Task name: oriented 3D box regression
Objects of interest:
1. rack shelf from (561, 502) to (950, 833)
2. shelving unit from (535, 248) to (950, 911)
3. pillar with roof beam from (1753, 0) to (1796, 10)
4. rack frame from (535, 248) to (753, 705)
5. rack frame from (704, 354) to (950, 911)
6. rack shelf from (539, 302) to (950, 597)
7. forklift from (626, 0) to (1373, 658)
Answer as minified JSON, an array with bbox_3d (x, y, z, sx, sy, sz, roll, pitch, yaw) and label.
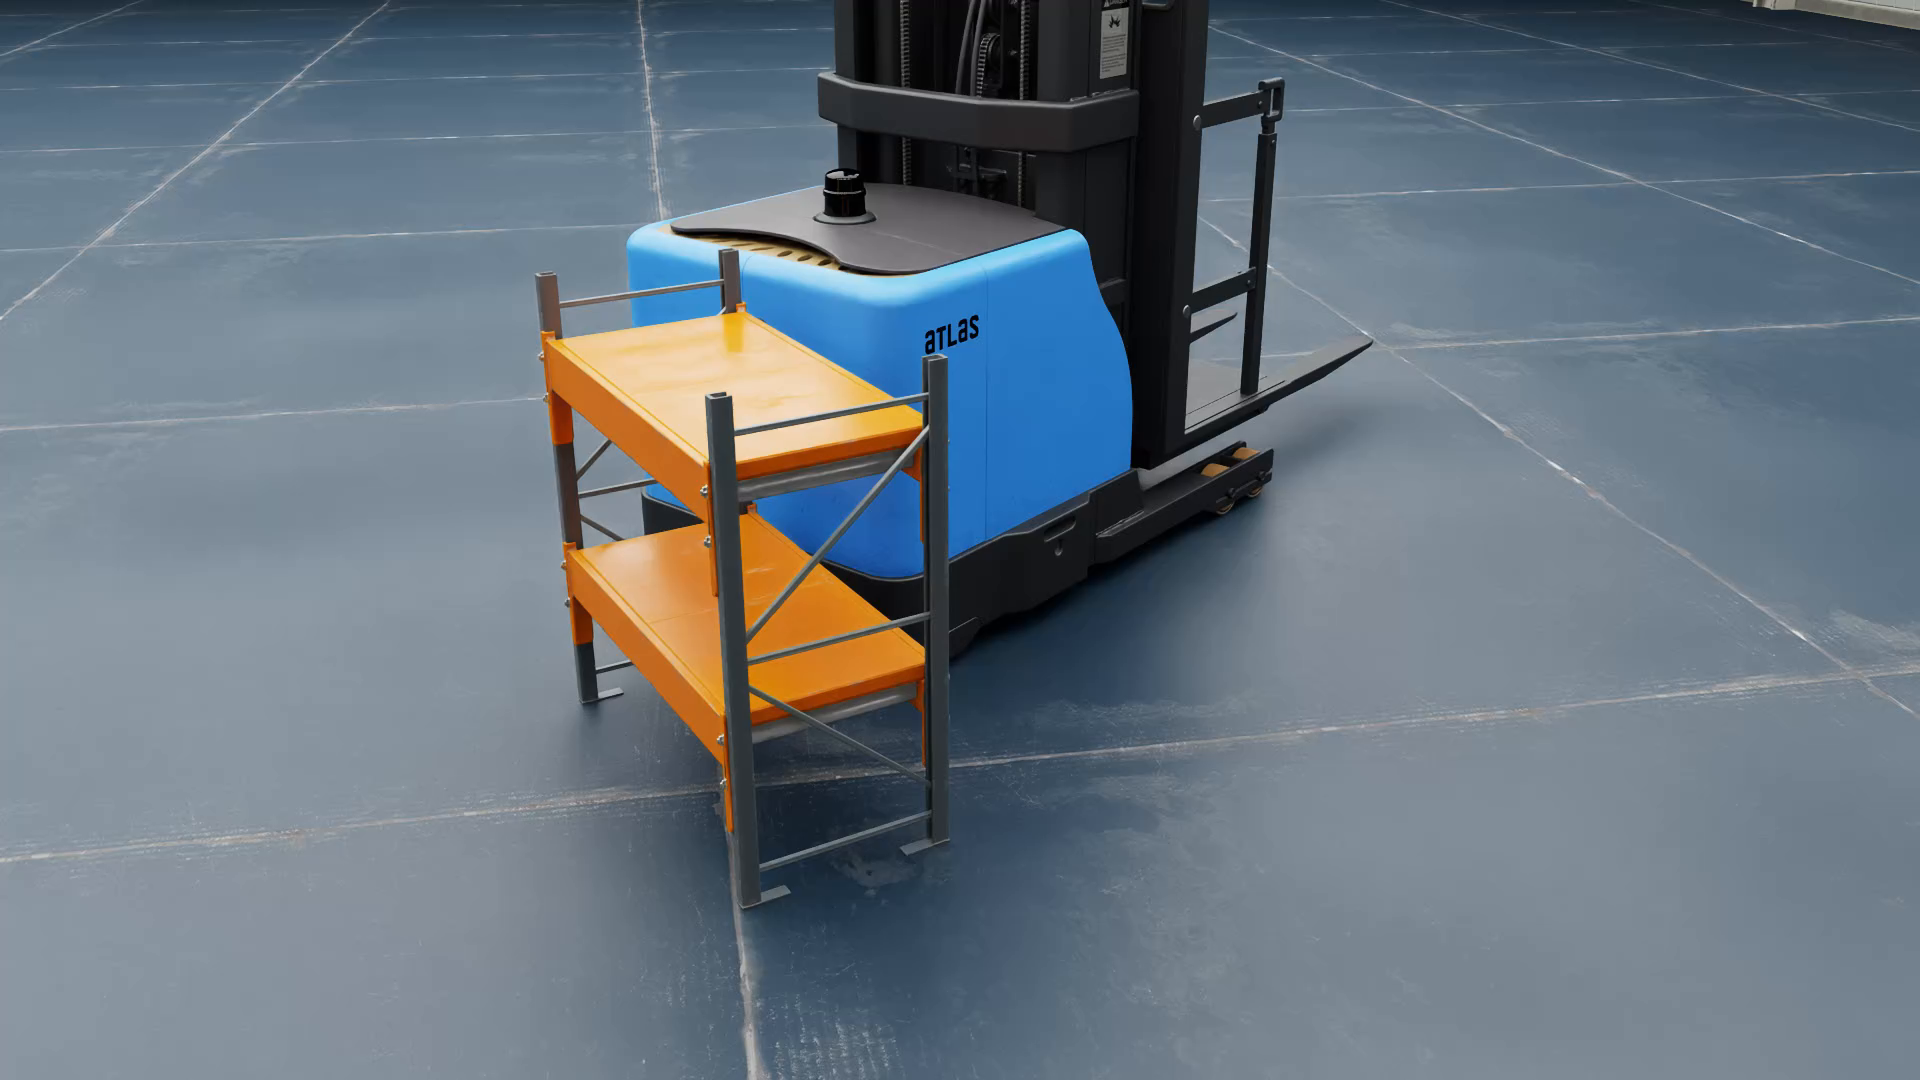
[{"bbox_3d":[-0.504,0.252,3.878,0.538,0.278,1.000,-13,27,-28],"label":"rack shelf"},{"bbox_3d":[-0.504,0.028,3.780,0.538,1.125,1.048,-13,27,-28],"label":"shelving unit"},{"bbox_3d":[5.395,-10.096,17.123,9.100,9.000,0.400,-4,24,-10],"label":"pillar with roof beam"},{"bbox_3d":[-0.763,-0.147,4.182,0.500,1.125,0.032,-13,27,-28],"label":"rack frame"},{"bbox_3d":[-0.246,0.203,3.379,0.500,1.125,0.032,-13,27,-28],"label":"rack frame"},{"bbox_3d":[-0.504,-0.240,3.663,0.538,0.278,1.000,-13,27,-28],"label":"rack shelf"},{"bbox_3d":[0.398,-1.538,5.110,1.130,2.935,3.031,18,29,35],"label":"forklift"}]
